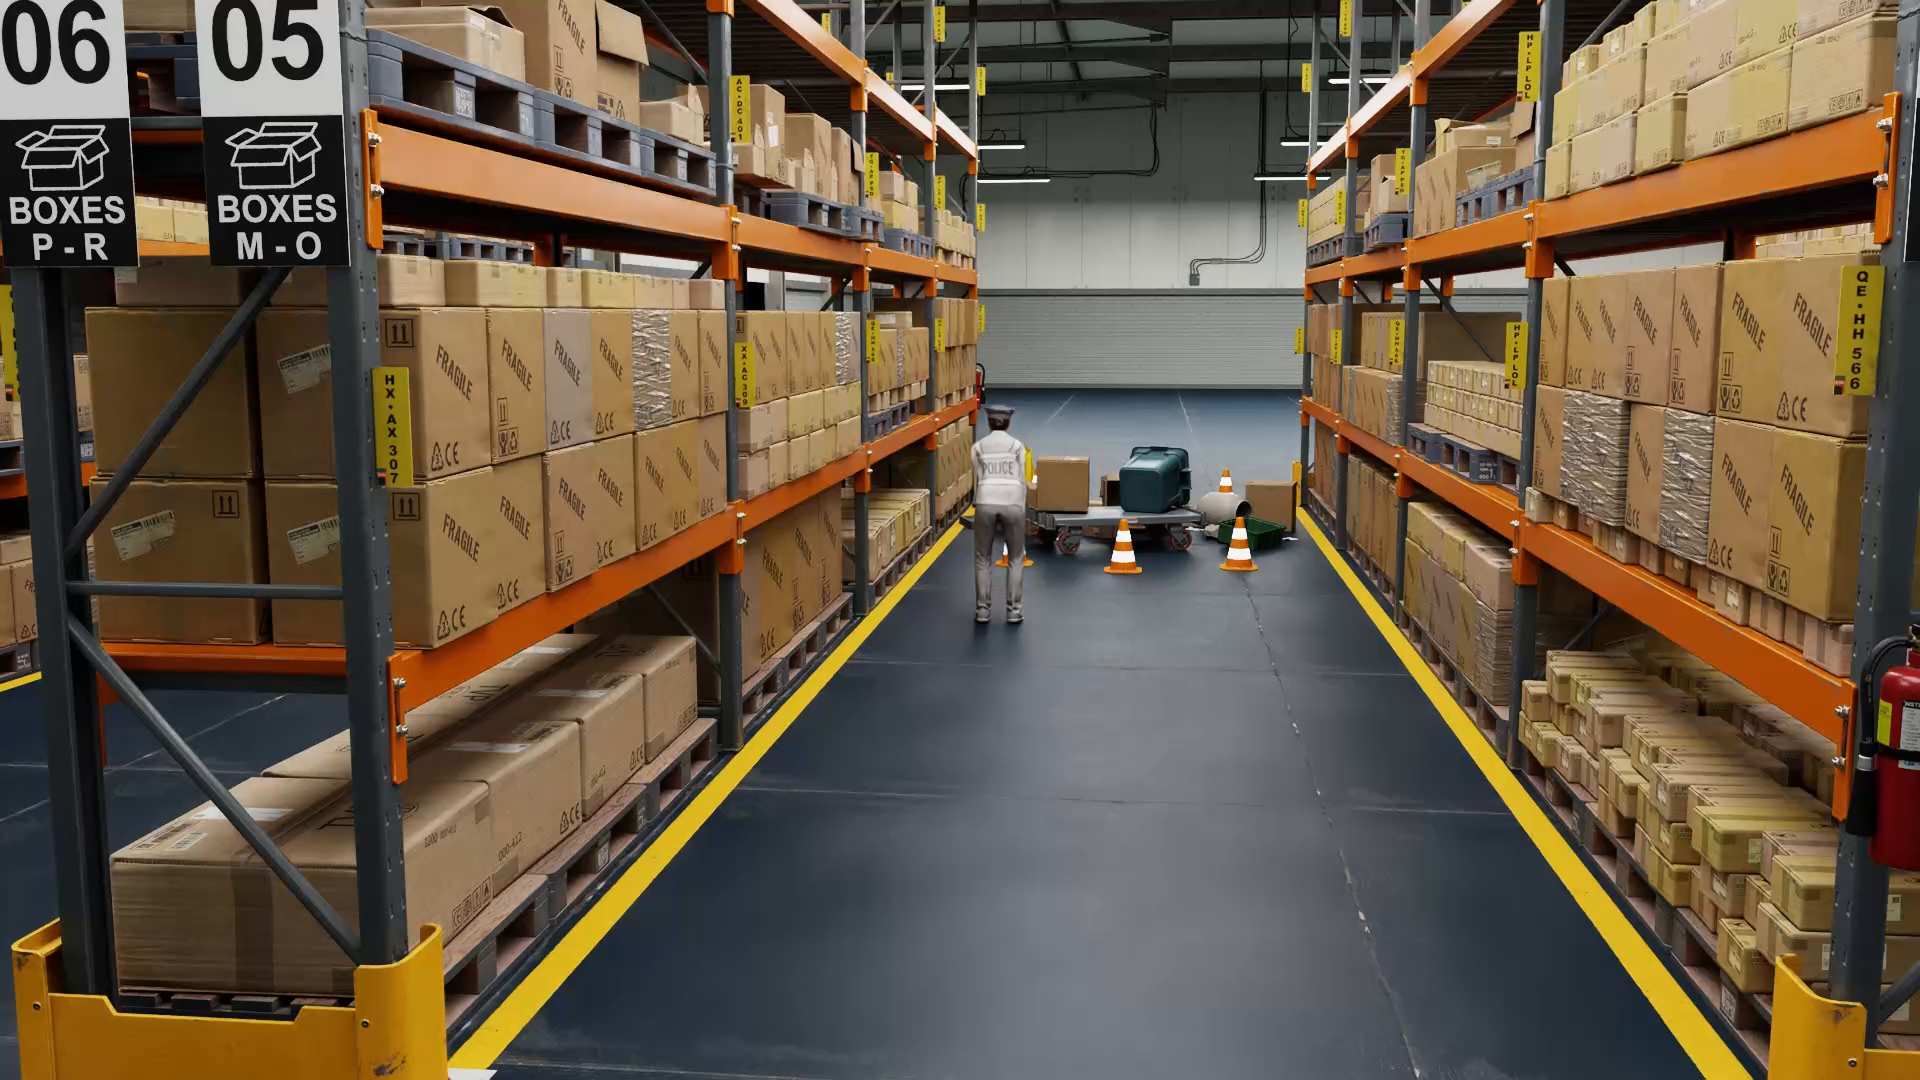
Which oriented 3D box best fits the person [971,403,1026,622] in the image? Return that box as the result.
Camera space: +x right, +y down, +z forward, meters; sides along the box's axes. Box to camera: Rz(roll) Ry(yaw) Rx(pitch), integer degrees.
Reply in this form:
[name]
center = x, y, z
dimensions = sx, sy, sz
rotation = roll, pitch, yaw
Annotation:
[person]
center = 0.287, -0.203, 12.462
dimensions = 0.411, 1.630, 0.560
rotation = 1, 8, 5
